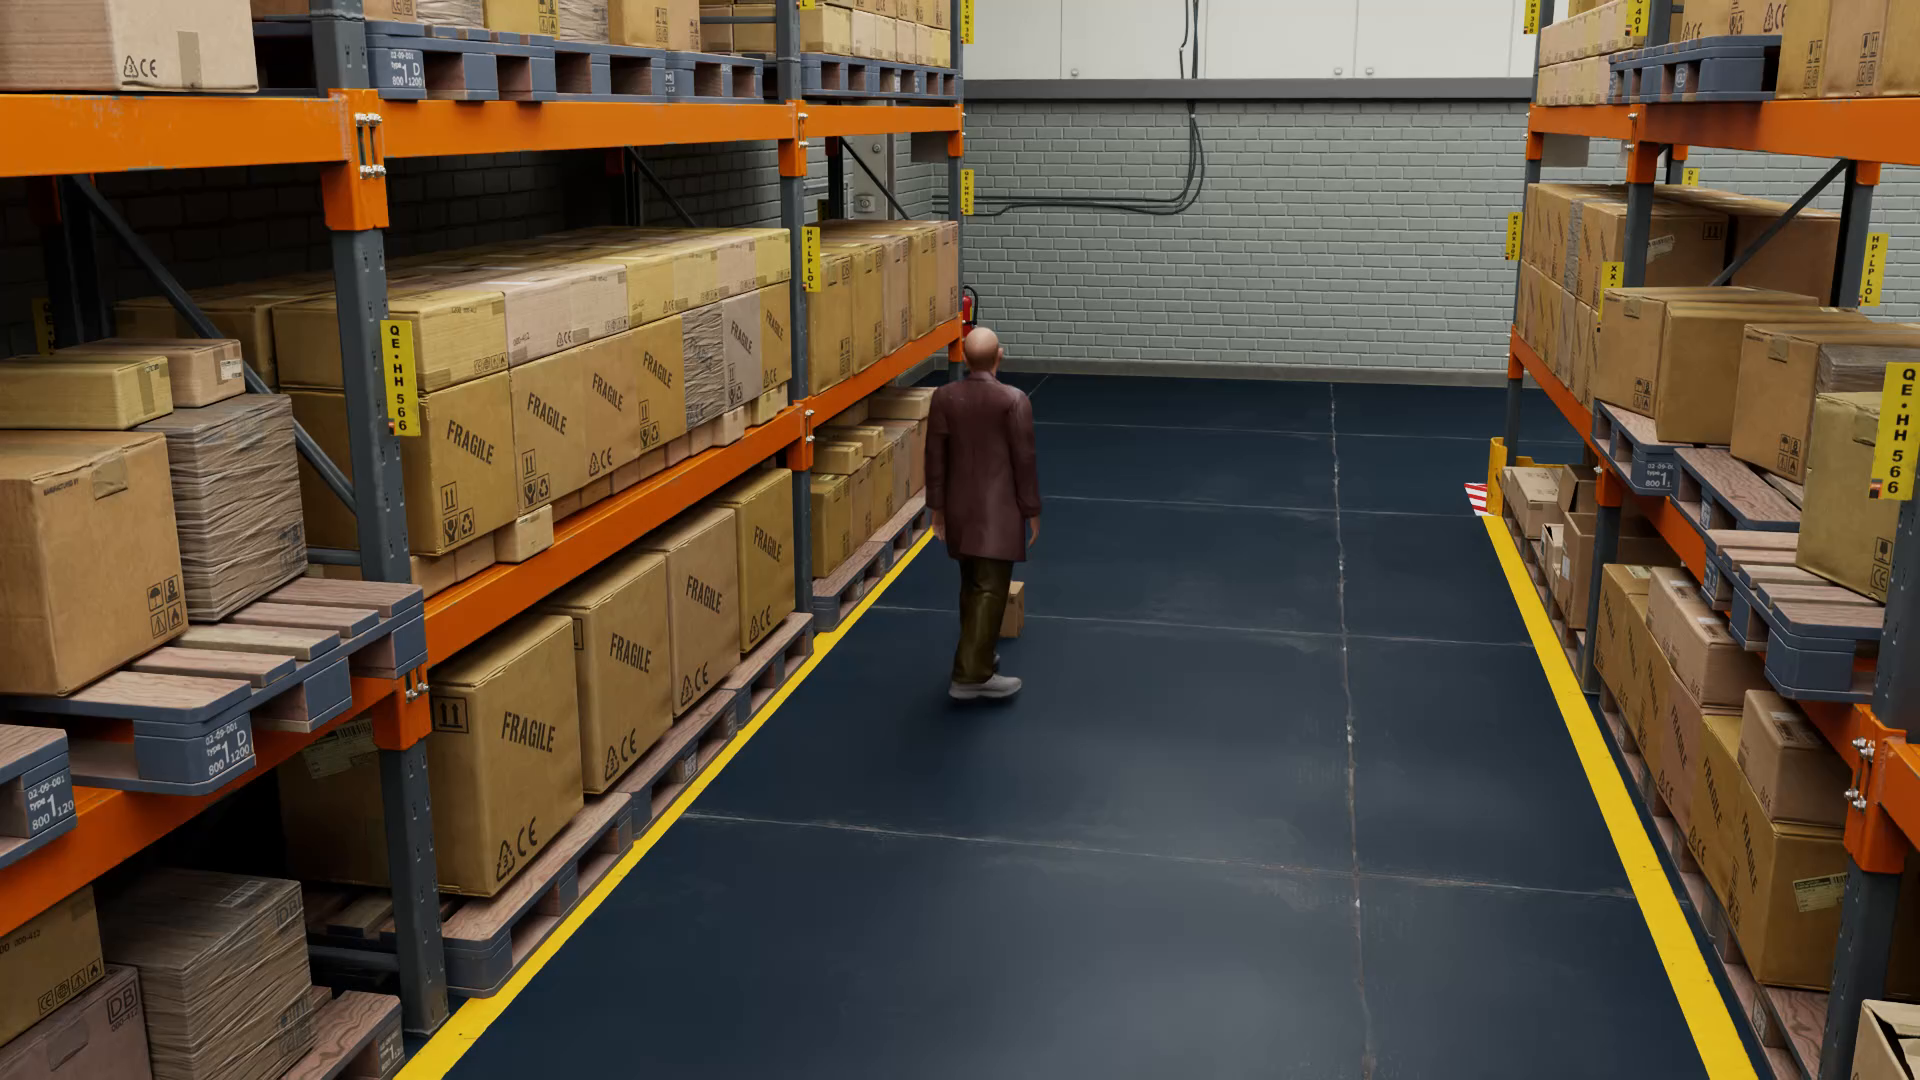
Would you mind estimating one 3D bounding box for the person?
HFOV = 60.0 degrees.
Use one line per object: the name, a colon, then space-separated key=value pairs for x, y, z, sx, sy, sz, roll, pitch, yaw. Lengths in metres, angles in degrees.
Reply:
person: x=0.110 y=-0.133 z=8.040 sx=0.608 sy=1.777 sz=0.681 roll=9 pitch=17 yaw=30
